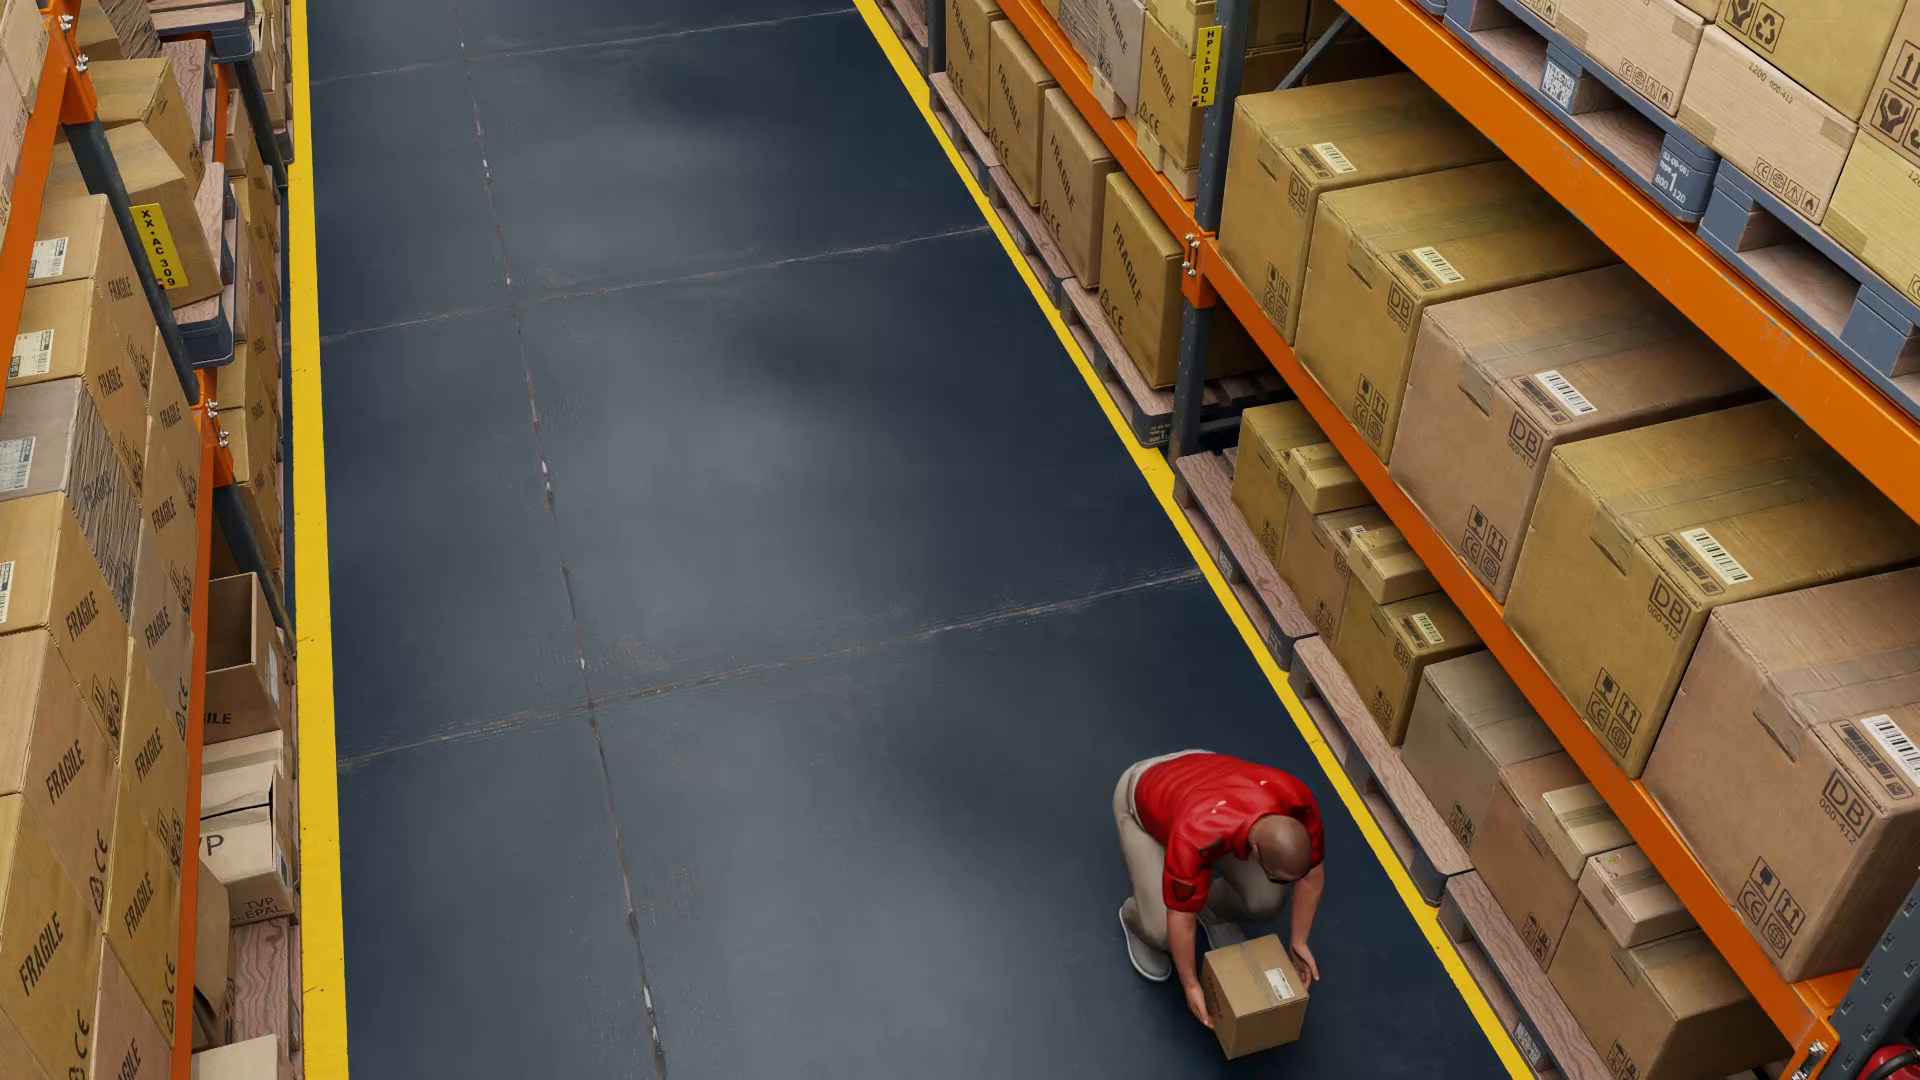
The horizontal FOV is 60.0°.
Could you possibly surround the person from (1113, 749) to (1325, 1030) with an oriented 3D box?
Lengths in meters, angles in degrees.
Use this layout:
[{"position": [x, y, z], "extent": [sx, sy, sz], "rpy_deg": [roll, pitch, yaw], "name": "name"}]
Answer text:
[{"position": [0.850, 1.059, 5.480], "extent": [0.574, 1.085, 0.843], "rpy_deg": [-12, 43, -13], "name": "person"}]
